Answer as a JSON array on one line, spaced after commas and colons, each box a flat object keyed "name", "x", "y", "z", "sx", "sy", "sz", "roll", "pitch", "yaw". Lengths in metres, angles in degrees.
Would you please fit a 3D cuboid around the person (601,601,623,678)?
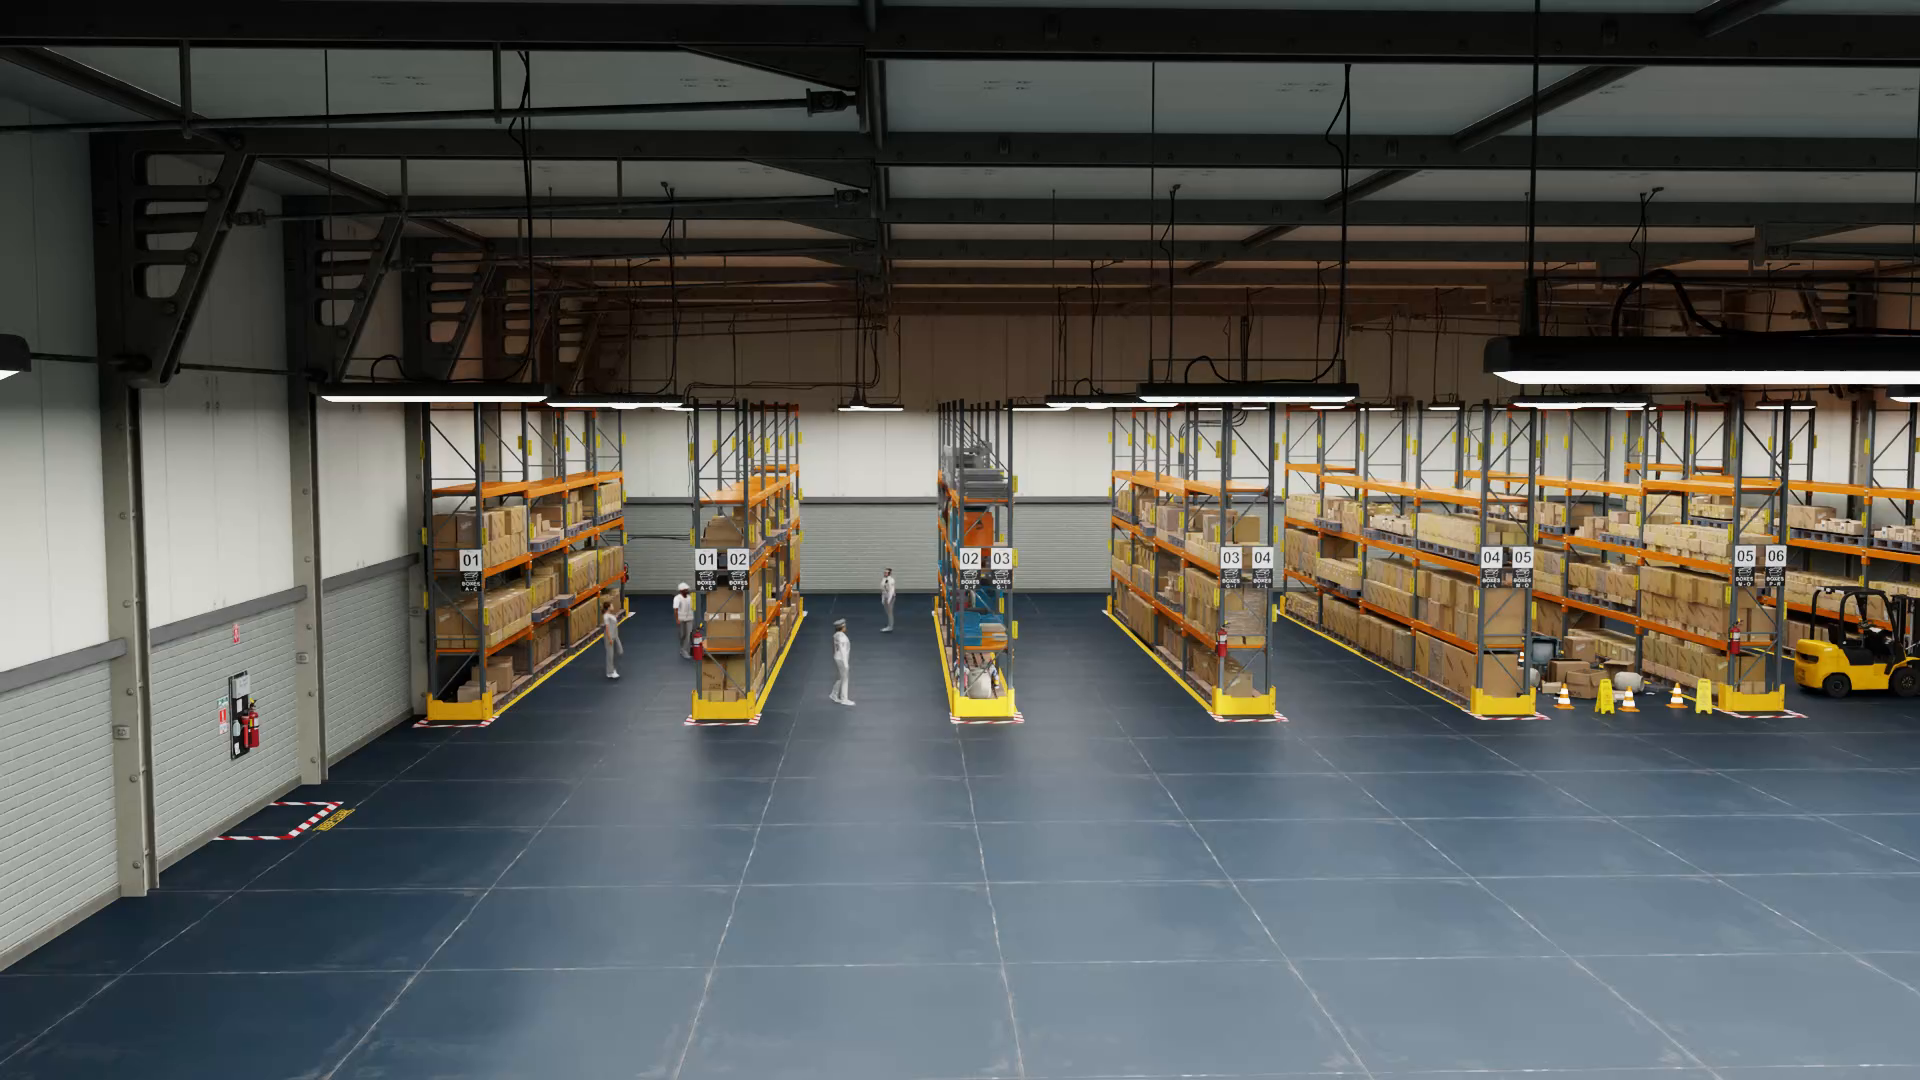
[{"name": "person", "x": -7.591, "y": 2.147, "z": 36.216, "sx": 0.452, "sy": 1.667, "sz": 0.504, "roll": 2, "pitch": 5, "yaw": 21}]

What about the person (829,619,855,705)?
[{"name": "person", "x": -2.324, "y": 2.399, "z": 32.828, "sx": 0.481, "sy": 1.701, "sz": 0.543, "roll": -1, "pitch": 4, "yaw": -12}]

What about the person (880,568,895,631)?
[{"name": "person", "x": -1.919, "y": 1.556, "z": 43.747, "sx": 0.381, "sy": 1.686, "sz": 0.496, "roll": -3, "pitch": 5, "yaw": -35}]

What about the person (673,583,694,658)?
[{"name": "person", "x": -6.497, "y": 1.895, "z": 39.121, "sx": 0.541, "sy": 1.776, "sz": 0.706, "roll": -2, "pitch": 5, "yaw": -26}]
